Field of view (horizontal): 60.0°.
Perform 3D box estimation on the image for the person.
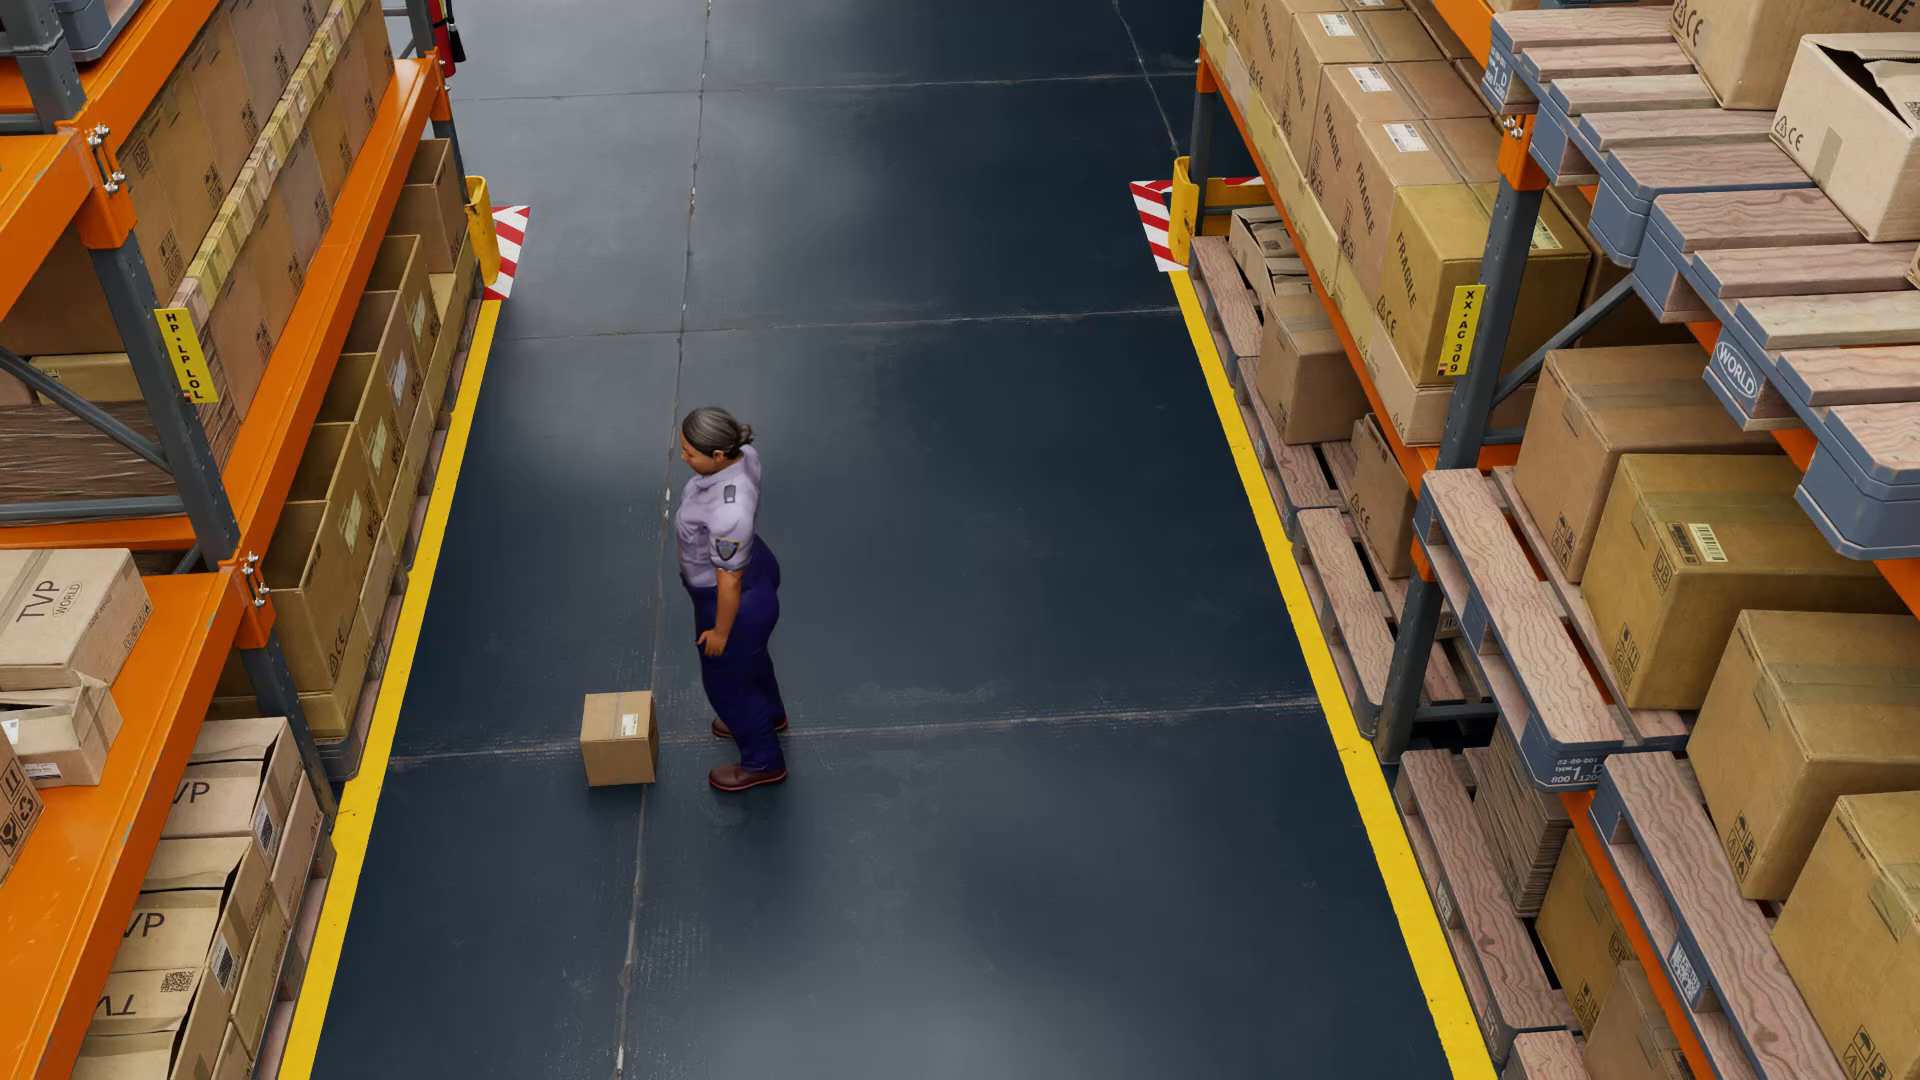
[{"bbox_3d":[-0.812,0.209,5.920,0.341,1.643,0.472,-2,39,-3],"label":"person"}]
